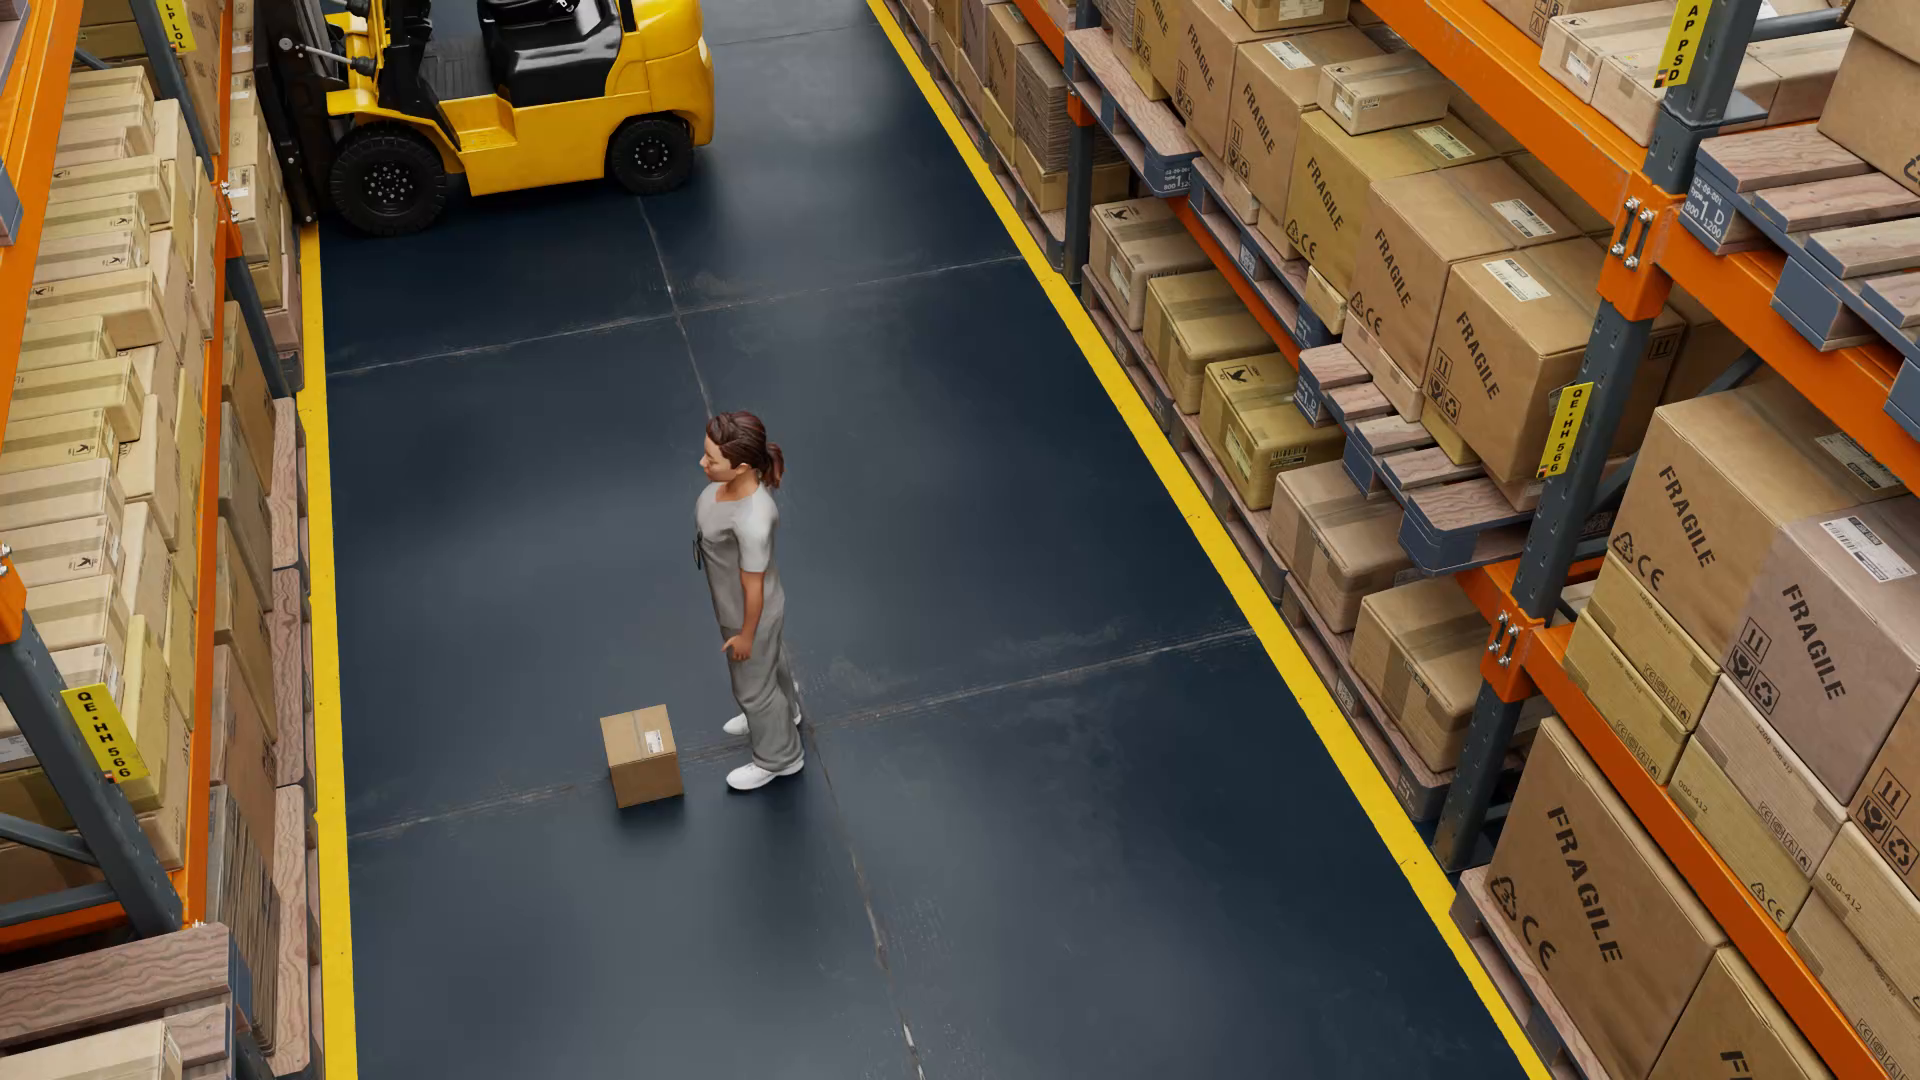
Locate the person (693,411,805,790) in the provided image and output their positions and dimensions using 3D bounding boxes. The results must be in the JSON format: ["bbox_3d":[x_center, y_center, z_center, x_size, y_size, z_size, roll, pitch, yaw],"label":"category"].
[{"bbox_3d":[-0.748,0.229,5.932,0.362,1.690,0.443,-11,44,-12],"label":"person"}]
